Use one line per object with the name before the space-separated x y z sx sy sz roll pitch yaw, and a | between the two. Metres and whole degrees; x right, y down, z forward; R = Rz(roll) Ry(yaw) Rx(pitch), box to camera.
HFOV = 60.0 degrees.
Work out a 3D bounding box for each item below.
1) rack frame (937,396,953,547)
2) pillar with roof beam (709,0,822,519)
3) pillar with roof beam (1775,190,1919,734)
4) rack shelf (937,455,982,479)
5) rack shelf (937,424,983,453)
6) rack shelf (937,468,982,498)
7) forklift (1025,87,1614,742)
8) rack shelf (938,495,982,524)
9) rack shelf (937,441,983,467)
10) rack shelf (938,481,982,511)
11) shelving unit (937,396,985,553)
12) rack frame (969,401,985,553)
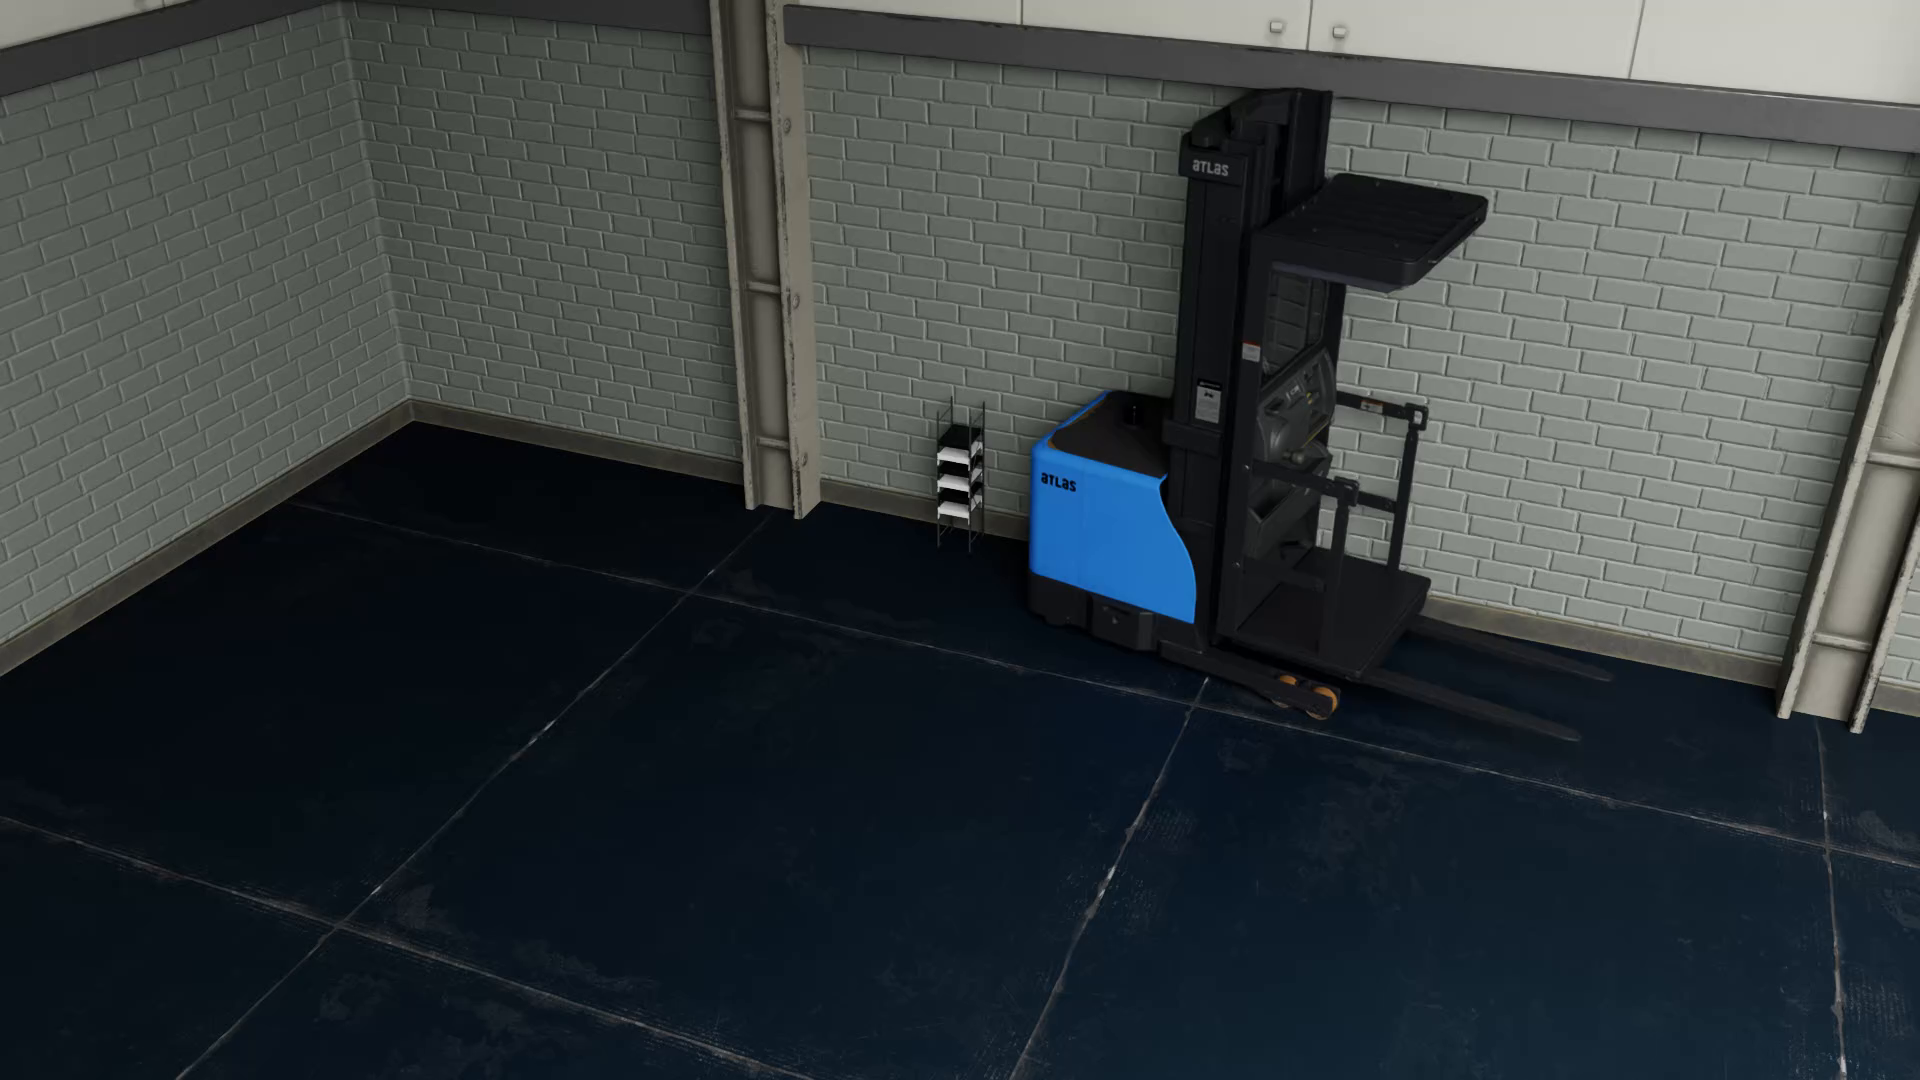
rack frame | -0.089 -0.404 9.962 0.006 0.900 0.240 11 31 19
pillar with roof beam | -2.737 -2.189 4.889 0.400 9.000 9.100 11 31 19
pillar with roof beam | 2.823 -1.079 2.925 0.400 9.000 9.100 11 31 19
rack shelf | 0.006 -0.435 9.902 0.200 0.077 0.258 11 31 19
rack shelf | 0.006 -0.592 9.813 0.200 0.077 0.258 11 31 19
rack shelf | 0.006 -0.357 9.946 0.200 0.077 0.258 11 31 19
forklift | 1.882 -0.654 8.340 3.031 2.935 1.130 17 34 28
rack shelf | 0.006 -0.200 10.035 0.200 0.077 0.258 11 31 19
rack shelf | 0.006 -0.514 9.857 0.200 0.077 0.258 11 31 19
rack shelf | 0.006 -0.279 9.990 0.200 0.077 0.258 11 31 19
shelving unit | 0.006 -0.386 9.930 0.210 0.900 0.258 11 31 19
rack frame | 0.100 -0.368 9.897 0.006 0.900 0.240 11 31 19
